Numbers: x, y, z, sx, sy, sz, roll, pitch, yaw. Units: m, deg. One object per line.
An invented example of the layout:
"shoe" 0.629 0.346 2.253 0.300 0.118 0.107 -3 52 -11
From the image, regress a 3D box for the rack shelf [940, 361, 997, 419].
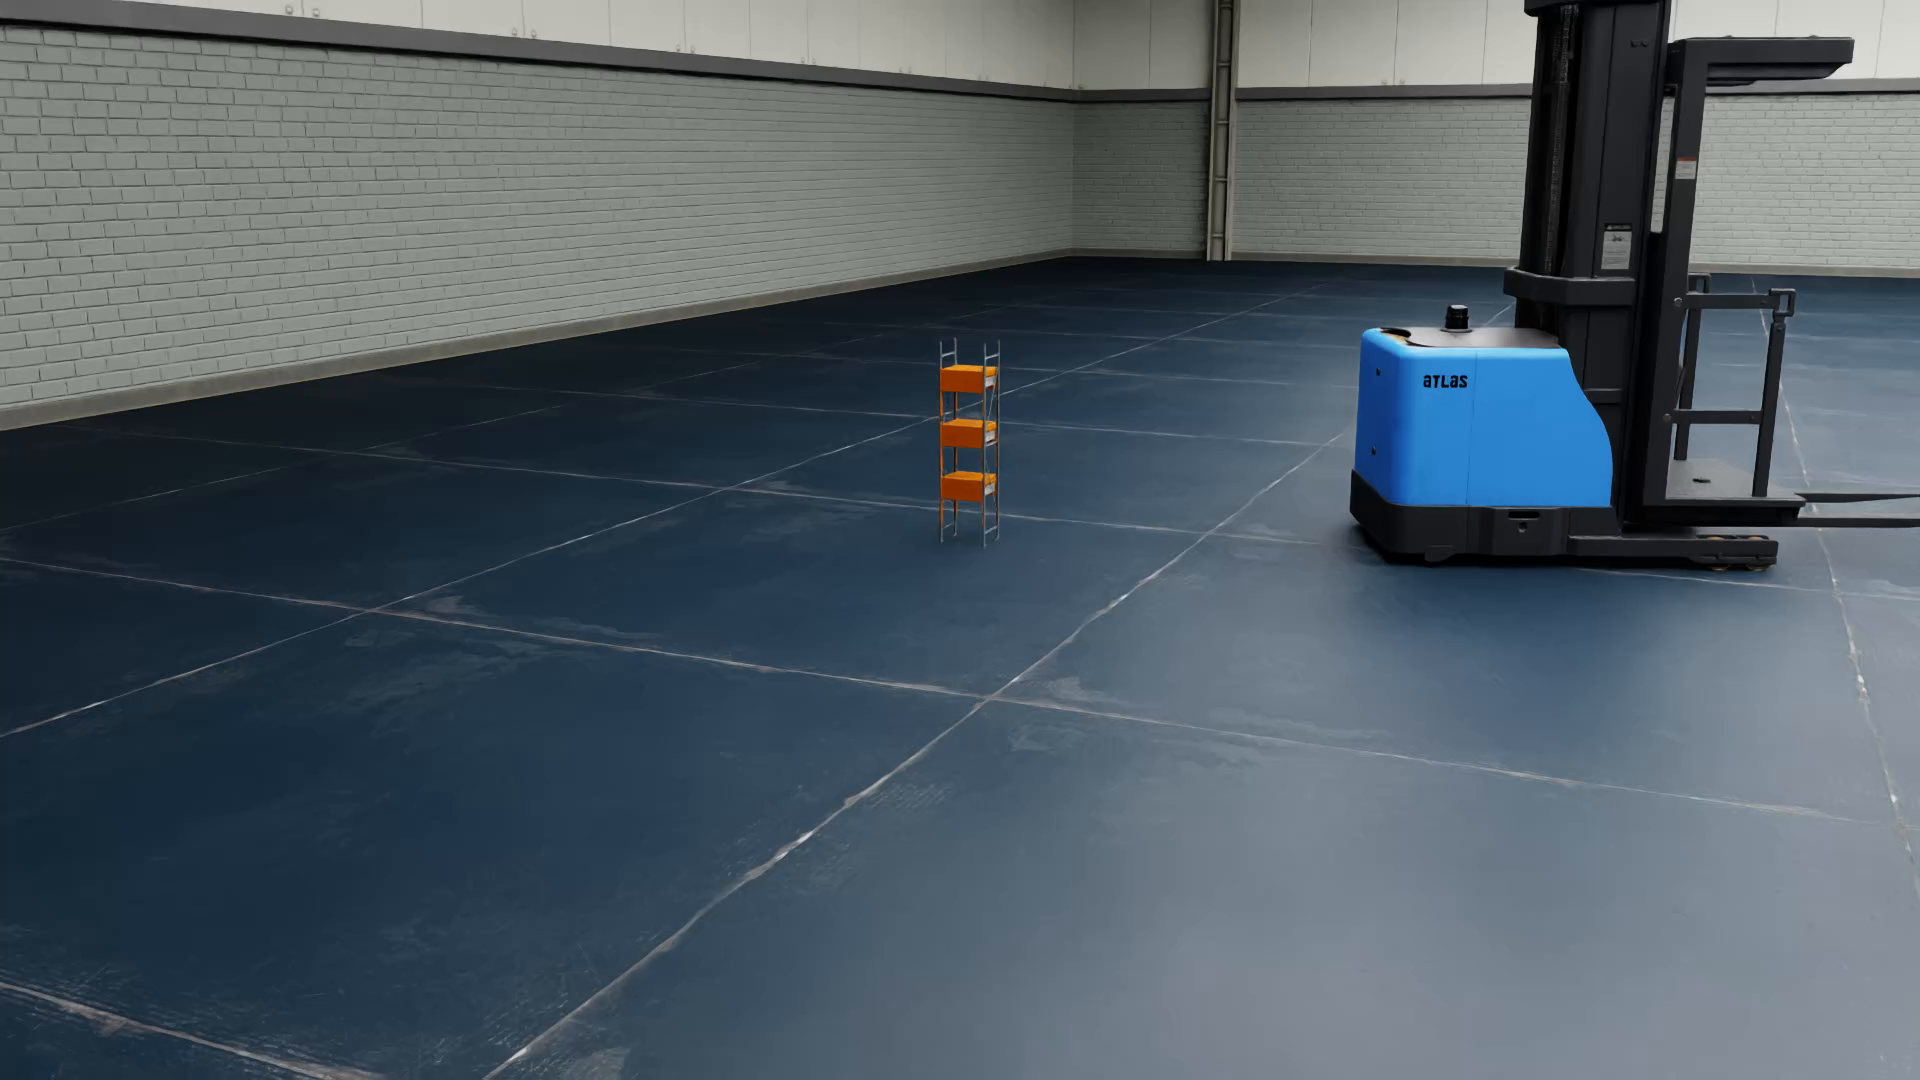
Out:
"rack shelf" 0.049 -0.772 8.551 0.240 0.259 0.215 6 14 23

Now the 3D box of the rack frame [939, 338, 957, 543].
"rack frame" -0.063 -0.517 8.662 0.008 1.050 0.200 6 14 23

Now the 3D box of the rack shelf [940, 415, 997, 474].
"rack shelf" 0.049 -0.496 8.616 0.240 0.259 0.215 6 14 23

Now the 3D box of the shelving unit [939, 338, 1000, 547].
"shelving unit" 0.049 -0.506 8.614 0.252 1.050 0.215 6 14 23

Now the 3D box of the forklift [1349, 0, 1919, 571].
"forklift" 3.629 -1.400 8.304 3.031 2.935 1.130 0 13 2

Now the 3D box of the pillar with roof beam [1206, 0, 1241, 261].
"pillar with roof beam" 3.083 -8.703 26.148 0.400 9.000 9.100 6 14 23

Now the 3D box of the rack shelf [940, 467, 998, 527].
"rack shelf" 0.049 -0.225 8.680 0.240 0.259 0.215 6 14 23

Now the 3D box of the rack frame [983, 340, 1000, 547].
"rack frame" 0.160 -0.495 8.566 0.008 1.050 0.200 6 14 23
